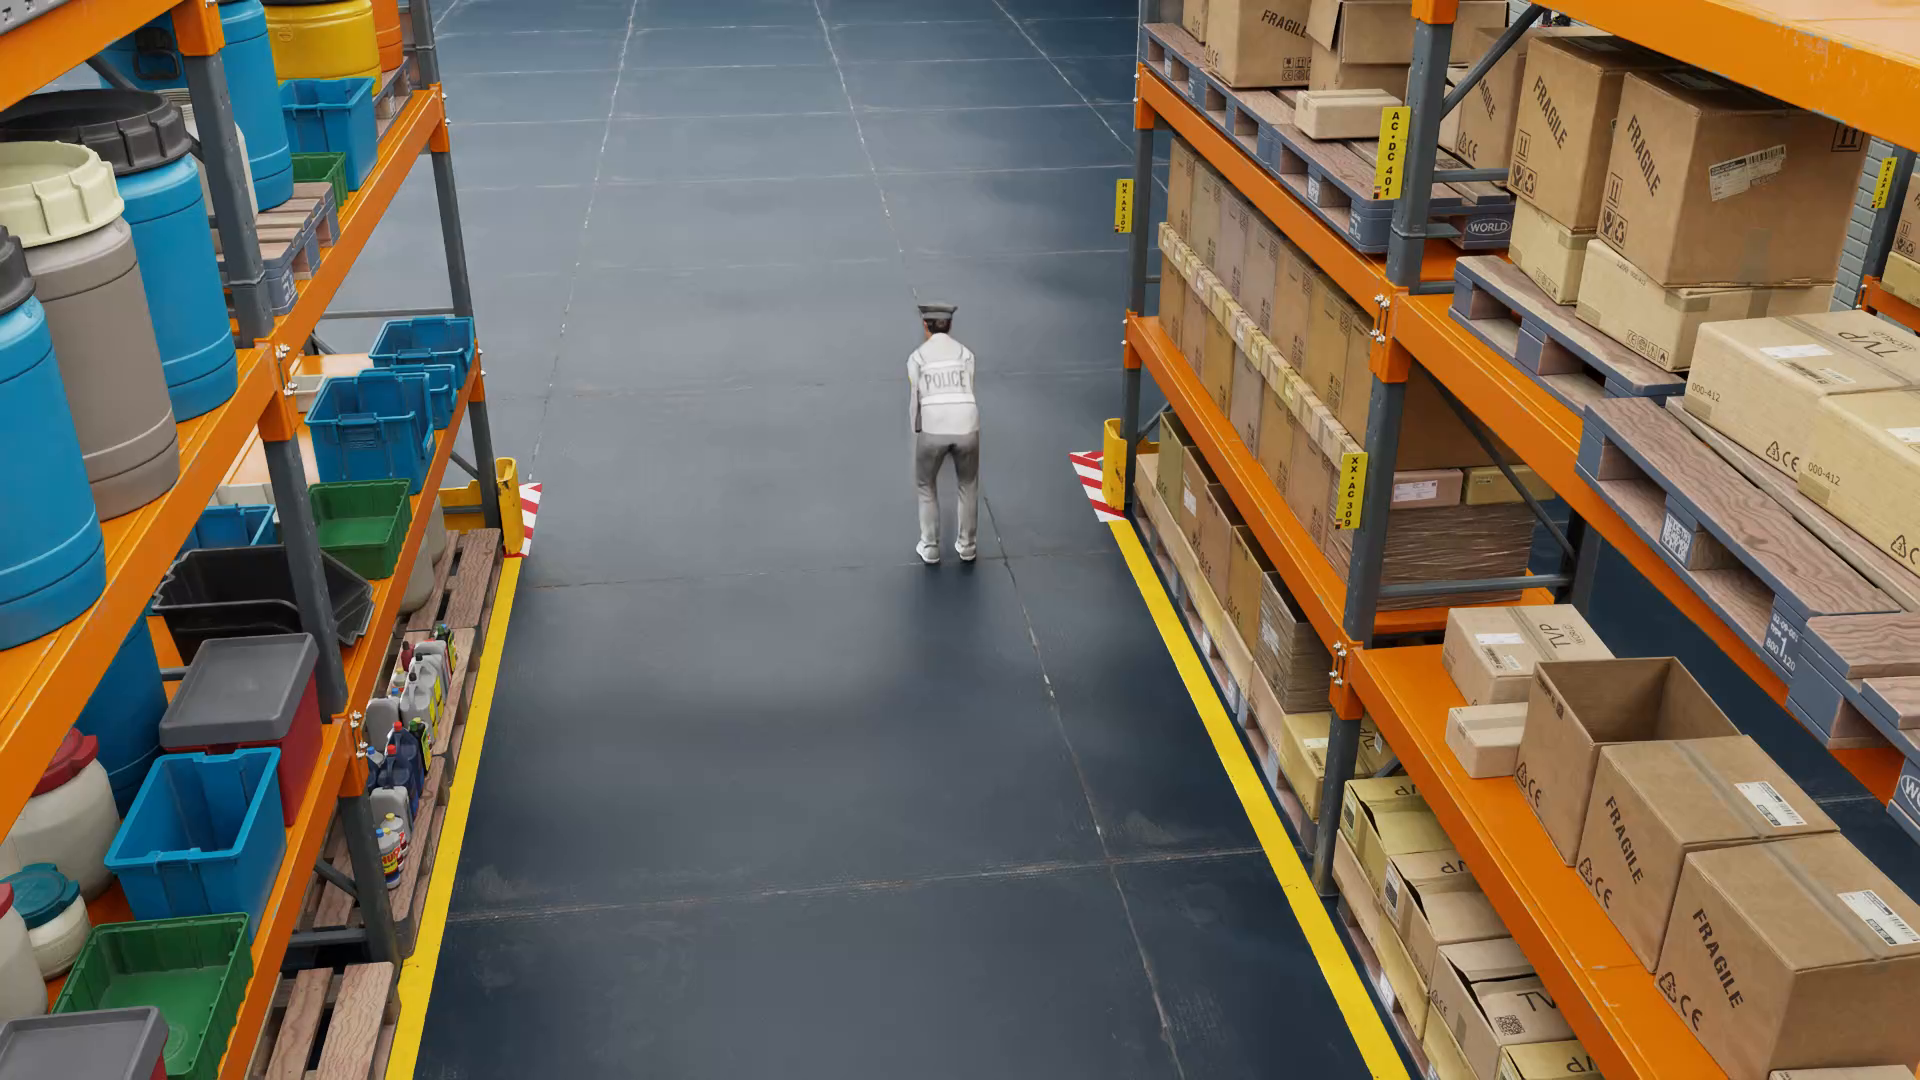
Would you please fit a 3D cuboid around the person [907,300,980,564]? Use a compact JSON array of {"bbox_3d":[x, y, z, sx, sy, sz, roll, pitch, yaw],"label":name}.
[{"bbox_3d":[-0.103,-0.650,10.029,0.408,1.531,0.692,-4,28,-8],"label":"person"}]
